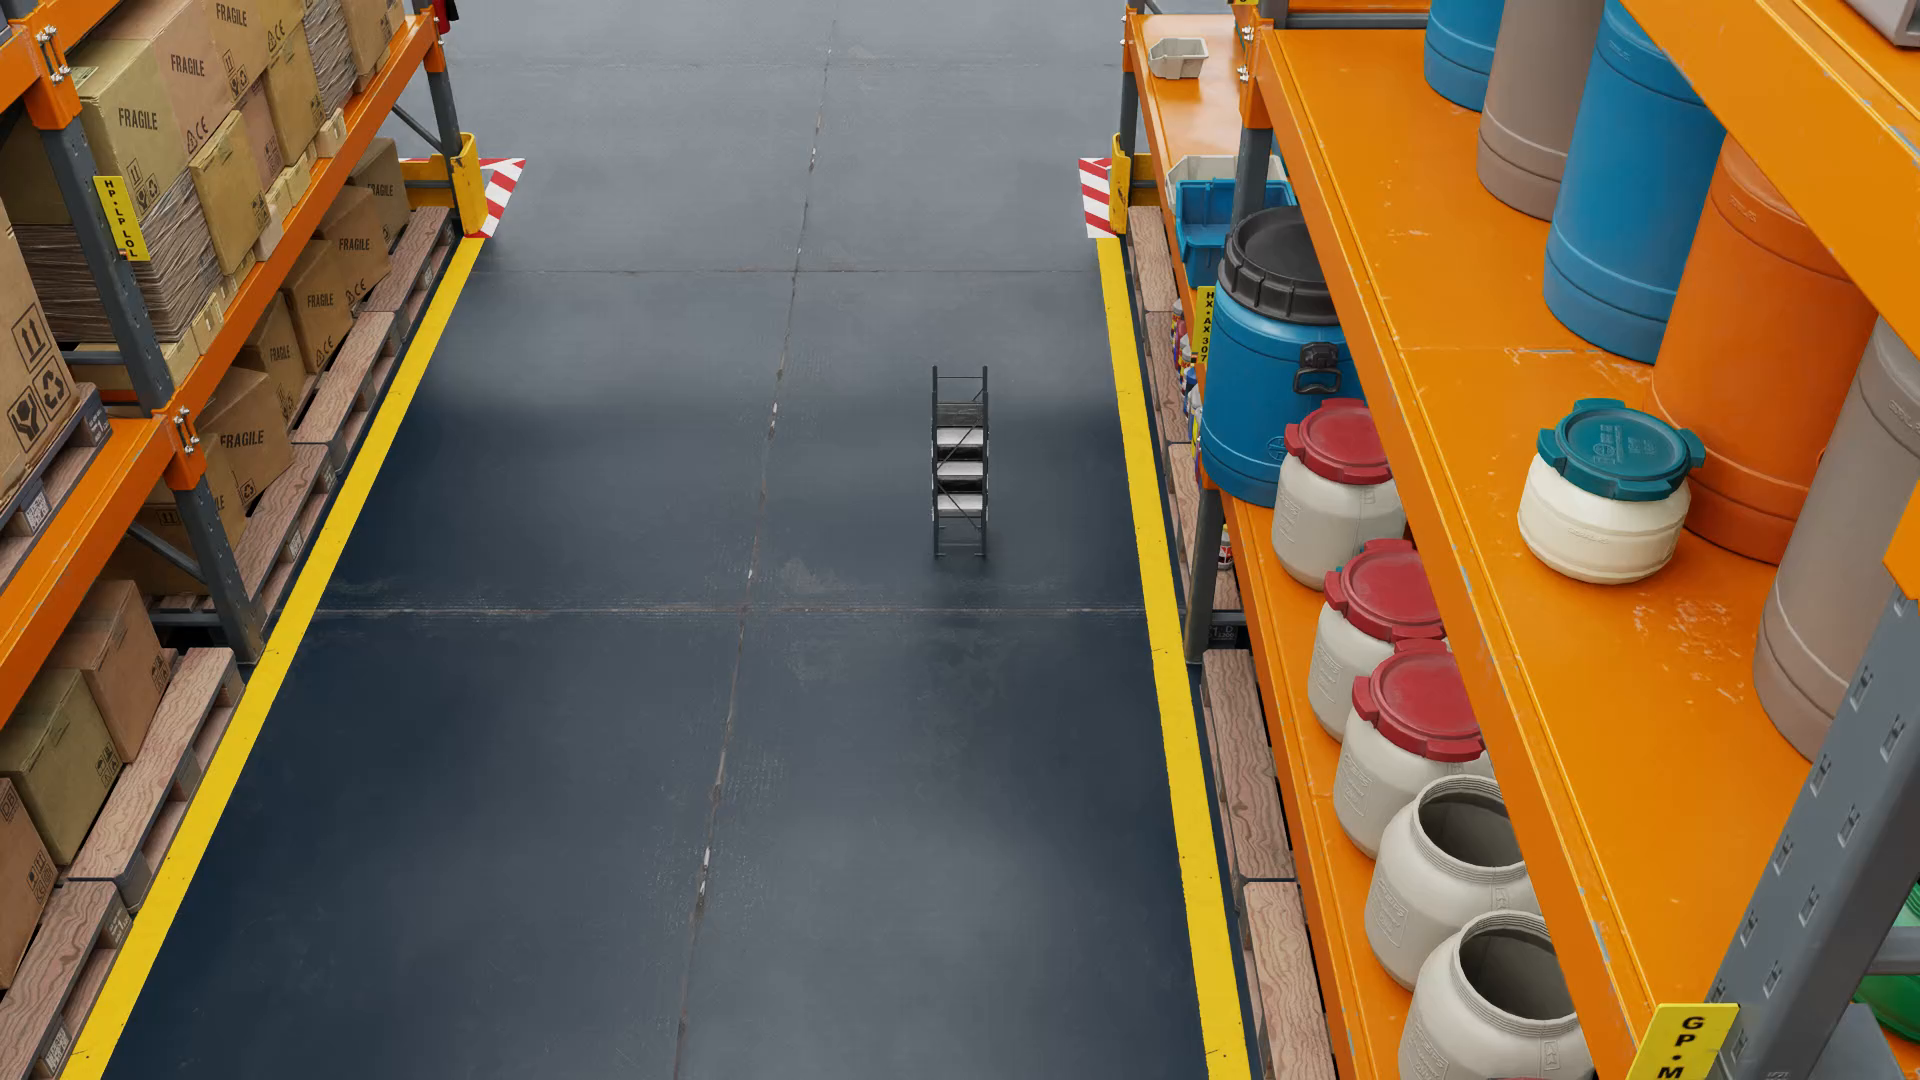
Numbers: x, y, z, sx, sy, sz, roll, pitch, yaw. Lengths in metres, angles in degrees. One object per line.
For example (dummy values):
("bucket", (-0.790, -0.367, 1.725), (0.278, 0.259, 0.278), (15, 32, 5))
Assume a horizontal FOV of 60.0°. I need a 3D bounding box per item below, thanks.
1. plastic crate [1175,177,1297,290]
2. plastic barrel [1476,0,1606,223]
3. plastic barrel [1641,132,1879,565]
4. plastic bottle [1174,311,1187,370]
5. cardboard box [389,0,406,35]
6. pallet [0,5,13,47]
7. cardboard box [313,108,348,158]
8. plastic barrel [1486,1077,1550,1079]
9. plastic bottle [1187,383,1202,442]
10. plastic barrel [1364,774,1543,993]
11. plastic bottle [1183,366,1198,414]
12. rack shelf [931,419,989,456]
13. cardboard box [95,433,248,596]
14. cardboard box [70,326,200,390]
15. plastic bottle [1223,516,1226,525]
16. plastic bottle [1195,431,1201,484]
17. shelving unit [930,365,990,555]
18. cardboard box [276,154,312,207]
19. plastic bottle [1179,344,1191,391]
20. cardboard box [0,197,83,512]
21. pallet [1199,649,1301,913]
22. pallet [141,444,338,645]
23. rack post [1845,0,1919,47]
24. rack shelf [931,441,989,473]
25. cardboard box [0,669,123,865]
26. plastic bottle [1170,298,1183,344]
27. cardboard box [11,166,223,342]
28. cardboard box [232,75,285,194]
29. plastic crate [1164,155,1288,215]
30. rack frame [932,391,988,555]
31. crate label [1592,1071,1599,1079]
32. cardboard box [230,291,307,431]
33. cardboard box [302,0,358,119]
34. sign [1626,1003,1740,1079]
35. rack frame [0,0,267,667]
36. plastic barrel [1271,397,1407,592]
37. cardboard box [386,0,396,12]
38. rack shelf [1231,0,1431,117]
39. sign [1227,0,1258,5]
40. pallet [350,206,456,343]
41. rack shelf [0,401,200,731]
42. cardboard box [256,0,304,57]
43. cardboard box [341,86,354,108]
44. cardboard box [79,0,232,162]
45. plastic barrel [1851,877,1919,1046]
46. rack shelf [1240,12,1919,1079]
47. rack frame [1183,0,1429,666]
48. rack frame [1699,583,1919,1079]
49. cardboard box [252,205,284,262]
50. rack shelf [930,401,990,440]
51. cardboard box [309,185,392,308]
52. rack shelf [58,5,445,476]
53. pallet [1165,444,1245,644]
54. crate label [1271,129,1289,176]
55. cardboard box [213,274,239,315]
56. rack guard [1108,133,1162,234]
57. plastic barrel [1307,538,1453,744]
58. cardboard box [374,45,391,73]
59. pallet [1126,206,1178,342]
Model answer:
("plastic crate", (1.188, -1.308, 7.102), (0.499, 0.251, 0.616), (0, 39, 0))
("plastic barrel", (1.679, -1.313, 4.190), (0.600, 0.901, 0.600), (0, 39, 0))
("plastic barrel", (1.681, -0.433, 3.150), (0.600, 0.830, 0.708), (0, 39, 0))
("plastic bottle", (1.129, -1.011, 8.434), (0.061, 0.283, 0.133), (1, 39, 1))
("cardboard box", (-3.290, -2.896, 9.166), (0.380, 0.149, 0.250), (0, 39, 0))
("pallet", (-3.598, -1.381, 4.827), (1.213, 0.211, 1.003), (0, 39, 0))
("cardboard box", (-3.183, -1.958, 7.995), (0.380, 0.149, 0.250), (0, 39, 0))
("plastic barrel", (1.162, 1.484, 3.390), (0.600, 0.536, 0.708), (0, 39, 0))
("plastic bottle", (1.175, -0.609, 7.937), (0.152, 0.276, 0.135), (1, 39, 1))
("plastic barrel", (1.250, 0.877, 4.167), (0.421, 0.512, 0.421), (0, 39, 0))
("plastic bottle", (1.147, -0.745, 8.111), (0.097, 0.271, 0.097), (0, 39, 0))
("rack shelf", (0.000, -0.461, 7.371), (0.258, 0.077, 0.200), (0, 39, 0))
("cardboard box", (-3.453, -0.109, 7.150), (0.500, 0.500, 0.500), (-1, 39, -1))
("cardboard box", (-3.192, -0.707, 6.434), (0.380, 0.149, 0.250), (0, 39, 0))
("plastic bottle", (1.130, -0.086, 7.279), (0.061, 0.283, 0.133), (2, 39, 2))
("plastic bottle", (1.130, -0.410, 7.683), (0.061, 0.283, 0.133), (2, 39, 3))
("shelving unit", (0.000, -0.346, 7.462), (0.258, 0.900, 0.210), (0, 39, 0))
("cardboard box", (-3.207, -1.645, 7.605), (0.380, 0.149, 0.250), (0, 39, 0))
("plastic bottle", (1.147, -0.871, 8.269), (0.097, 0.271, 0.097), (0, 39, 0))
("cardboard box", (-3.631, -0.571, 5.249), (1.000, 1.000, 1.000), (0, 39, 0))
("pallet", (1.500, 0.905, 6.452), (1.003, 0.211, 1.213), (0, 39, 0))
("pallet", (-3.528, -0.002, 7.584), (1.003, 0.211, 1.213), (0, 39, 0))
("rack post", (1.549, -1.862, 2.717), (1.013, 1.000, 3.121), (0, 39, 0))
("rack shelf", (0.000, -0.390, 7.427), (0.258, 0.077, 0.200), (0, 39, 0))
("cardboard box", (-3.531, 0.816, 5.981), (0.700, 0.500, 0.500), (0, 39, 0))
("plastic bottle", (1.147, -1.148, 8.614), (0.097, 0.271, 0.097), (0, 39, 0))
("cardboard box", (-3.431, -1.107, 6.415), (0.875, 0.500, 0.500), (0, 39, 0))
("cardboard box", (-3.498, -1.732, 7.195), (0.875, 0.500, 0.500), (0, 39, 0))
("plastic crate", (1.206, -1.586, 7.542), (0.530, 0.136, 0.437), (0, 39, 0))
("rack frame", (0.000, -0.282, 7.383), (0.240, 0.900, 0.006), (0, 39, 0))
("crate label", (1.735, 1.192, 3.835), (0.502, 0.435, 0.616), (0, 39, 0))
("cardboard box", (-3.540, -0.855, 8.082), (0.500, 0.500, 0.500), (-3, 39, -4))
("cardboard box", (-3.446, -2.358, 7.975), (0.875, 0.500, 0.500), (0, 39, 0))
("sign", (0.915, 0.703, 2.160), (0.100, 0.325, 0.005), (0, 39, 0))
("rack frame", (-3.492, -0.670, 6.188), (1.000, 3.000, 0.127), (0, 39, 0))
("plastic barrel", (1.242, -0.129, 5.403), (0.433, 0.535, 0.433), (0, 39, 0))
("cardboard box", (-3.524, -2.983, 8.756), (0.875, 0.500, 0.500), (0, 39, 0))
("rack shelf", (1.458, -2.814, 7.040), (1.077, 0.370, 4.000), (0, 39, 0))
("sign", (0.911, -1.854, 5.260), (0.100, 0.325, 0.005), (0, 39, 0))
("pallet", (-3.531, -1.528, 9.488), (1.003, 0.211, 1.213), (0, 39, 0))
("rack shelf", (-3.490, 0.861, 4.852), (1.077, 0.370, 4.000), (0, 39, 0))
("cardboard box", (-3.252, -2.435, 7.273), (0.500, 0.500, 0.500), (0, 39, 0))
("cardboard box", (-3.295, -2.270, 8.385), (0.380, 0.149, 0.250), (0, 39, 0))
("cardboard box", (-3.241, -1.810, 6.492), (0.500, 0.500, 0.500), (0, 39, 0))
("plastic barrel", (1.414, 0.563, 2.374), (0.294, 0.245, 0.294), (0, 39, 0))
("rack shelf", (1.463, -0.313, 3.919), (1.077, 0.370, 4.000), (0, 39, 0))
("rack frame", (1.461, -0.674, 6.192), (1.000, 3.000, 0.127), (0, 39, 0))
("rack frame", (1.465, -0.514, 1.195), (1.000, 3.000, 0.127), (0, 39, 0))
("cardboard box", (-3.176, -1.332, 7.215), (0.380, 0.149, 0.250), (0, 39, 0))
("rack shelf", (0.000, -0.531, 7.314), (0.258, 0.077, 0.200), (0, 39, 0))
("cardboard box", (-3.478, -1.596, 9.006), (0.500, 0.500, 0.500), (10, 40, 12))
("rack shelf", (-3.495, -1.640, 7.974), (1.077, 0.370, 4.000), (0, 39, 0))
("pallet", (1.502, -0.006, 7.588), (1.003, 0.211, 1.213), (0, 39, 0))
("crate label", (1.729, -2.038, 7.867), (0.502, 0.435, 0.616), (0, 39, 0))
("cardboard box", (-3.207, -1.020, 6.825), (0.380, 0.149, 0.250), (0, 39, 0))
("rack guard", (1.503, -2.152, 10.036), (1.175, 0.500, 0.348), (0, 39, 0))
("plastic barrel", (1.243, 0.330, 4.831), (0.433, 0.535, 0.433), (0, 39, 0))
("cardboard box", (-3.239, -2.583, 8.775), (0.380, 0.149, 0.250), (0, 39, 0))
("pallet", (1.499, -1.532, 9.492), (1.003, 0.211, 1.213), (0, 39, 0))
